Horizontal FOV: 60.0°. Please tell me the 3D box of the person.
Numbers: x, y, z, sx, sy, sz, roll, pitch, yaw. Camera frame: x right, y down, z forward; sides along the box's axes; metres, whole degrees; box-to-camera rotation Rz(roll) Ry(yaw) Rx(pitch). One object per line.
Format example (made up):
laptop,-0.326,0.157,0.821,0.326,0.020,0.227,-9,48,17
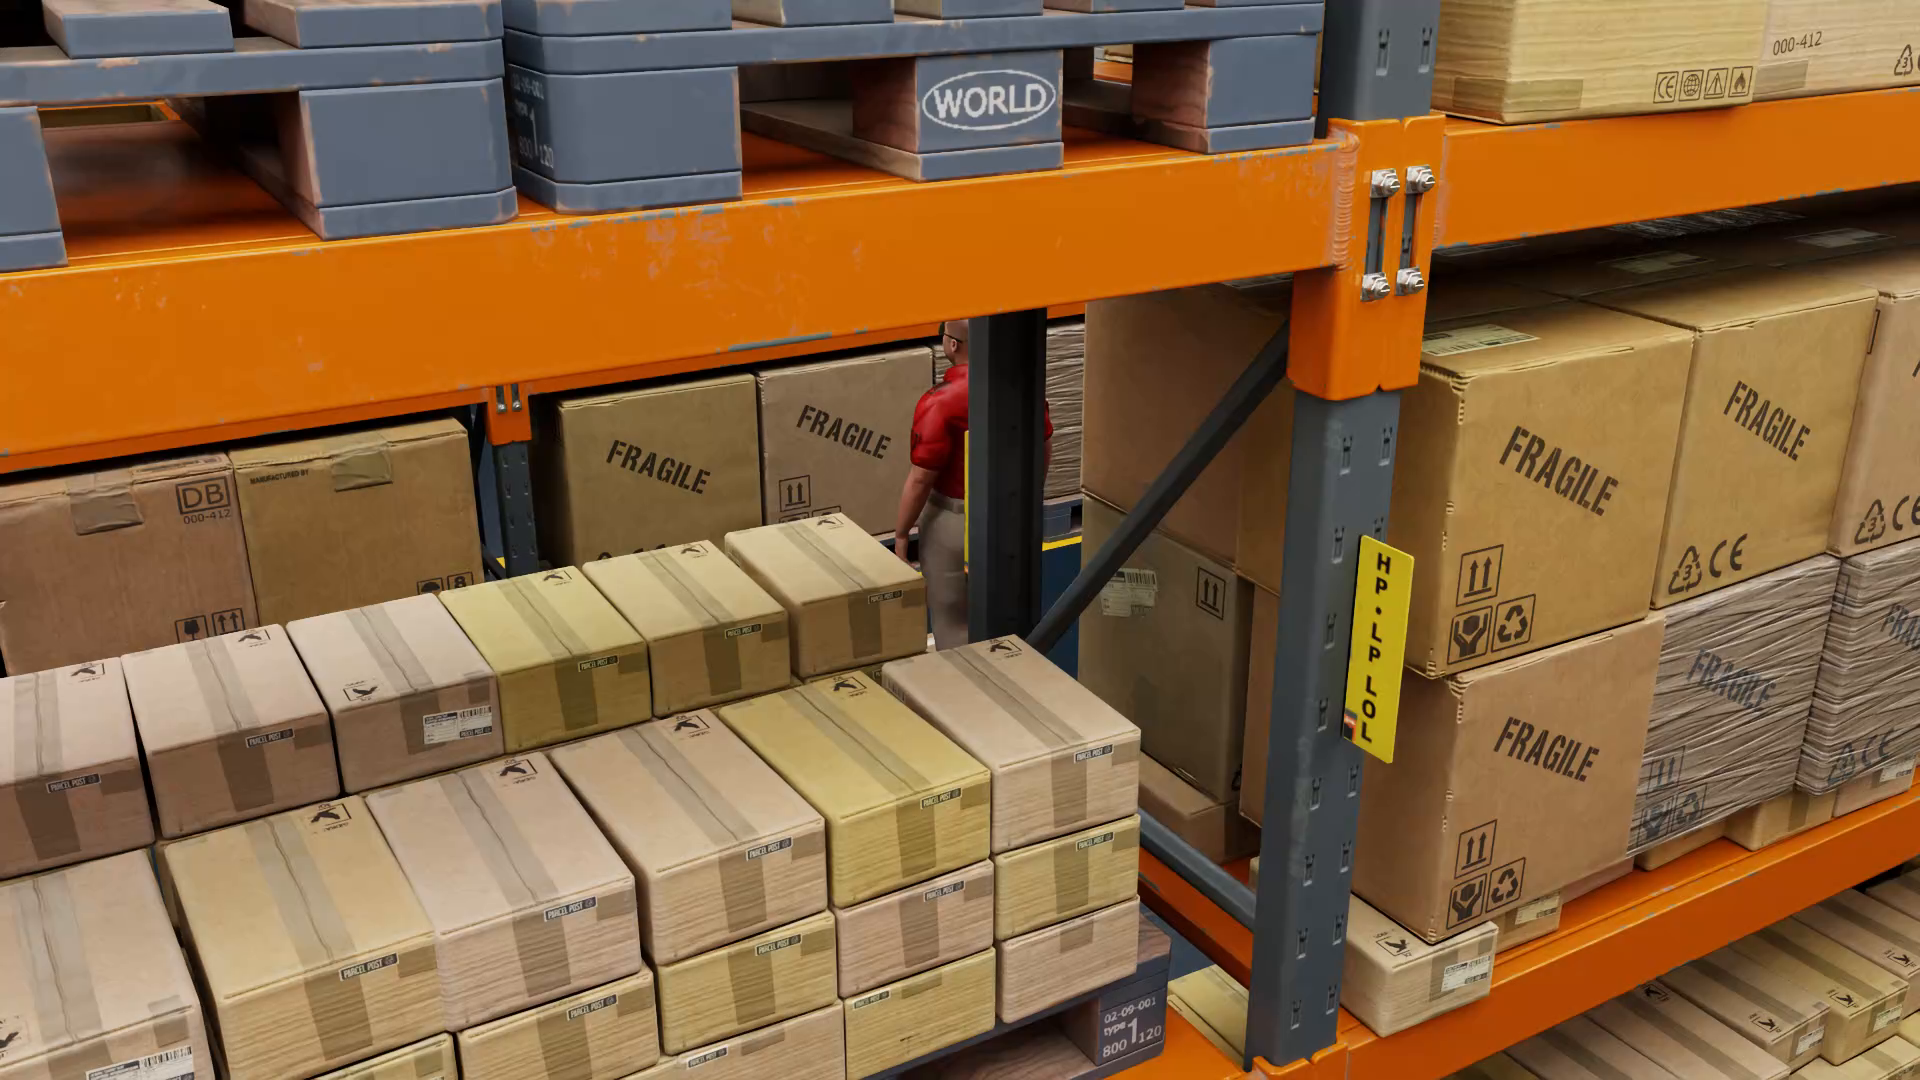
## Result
person,0.005,-0.084,6.295,0.640,1.727,0.550,-12,25,-28
